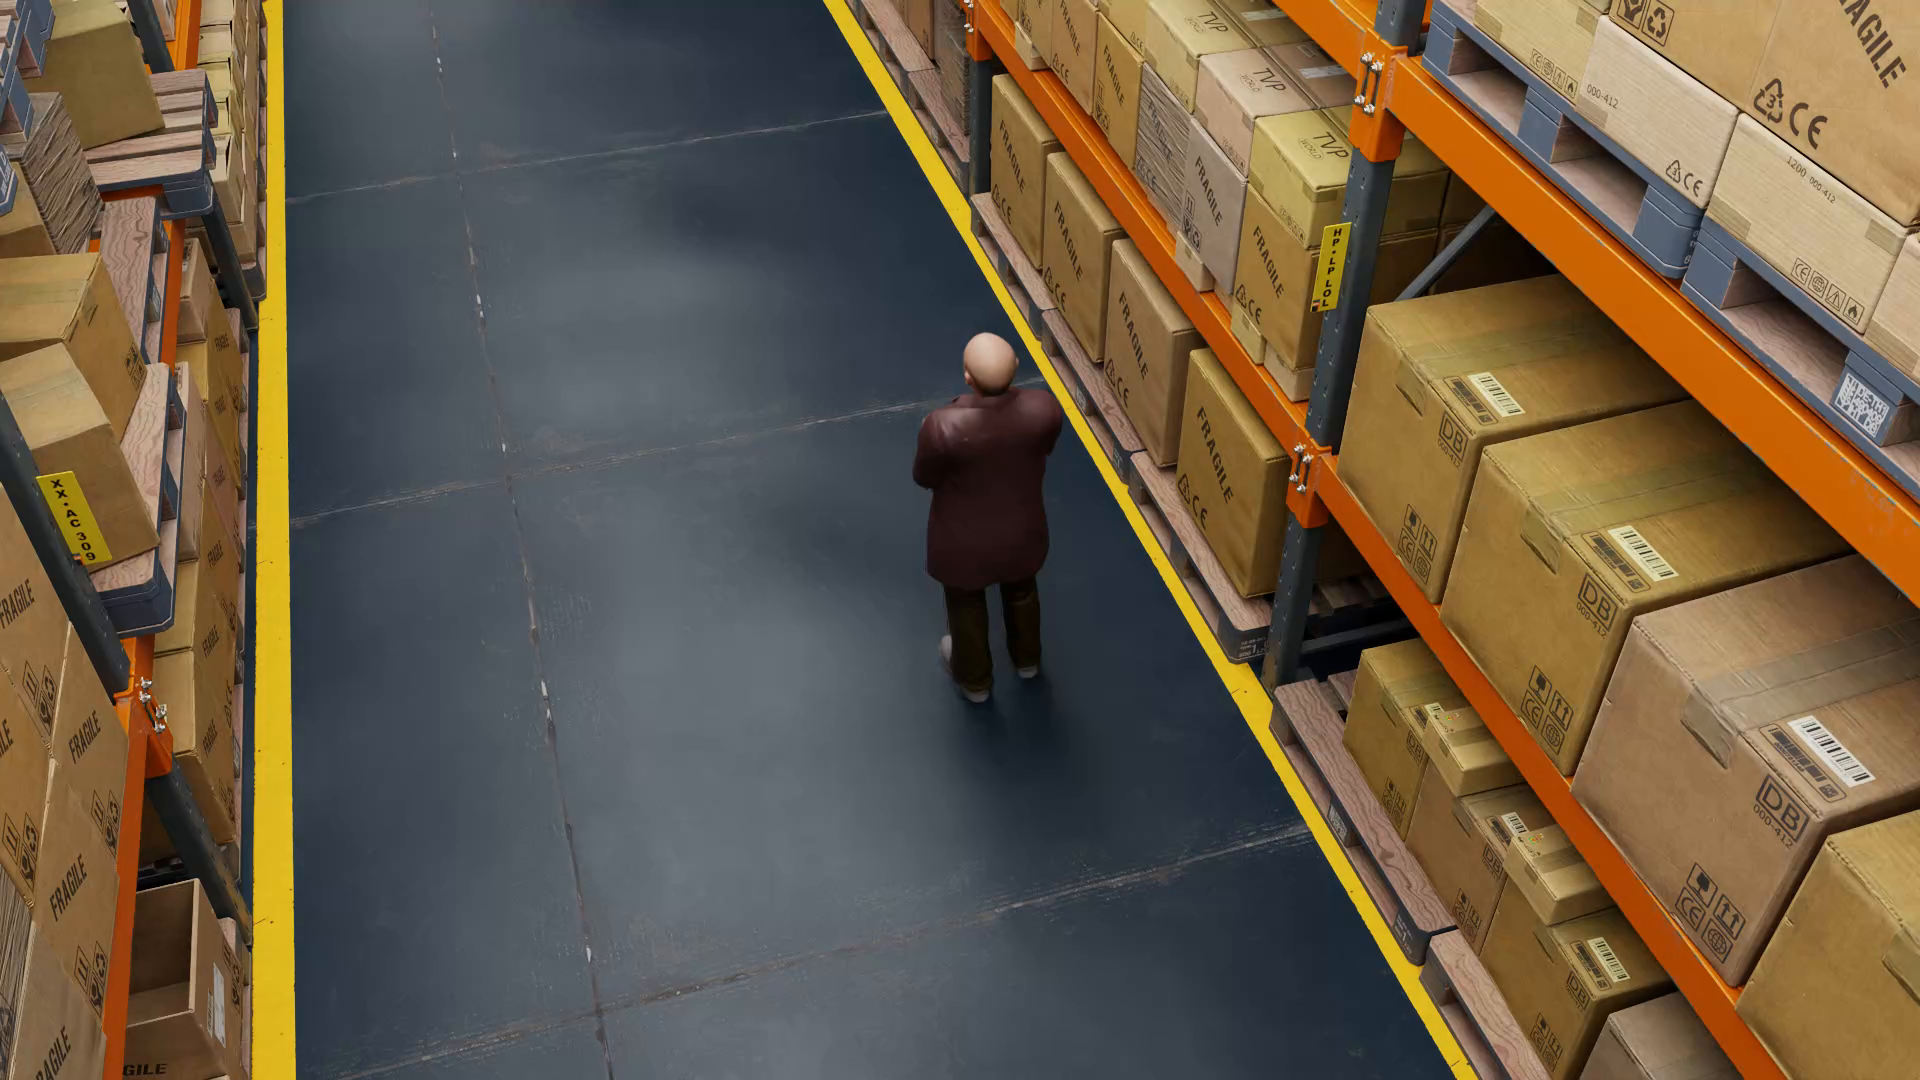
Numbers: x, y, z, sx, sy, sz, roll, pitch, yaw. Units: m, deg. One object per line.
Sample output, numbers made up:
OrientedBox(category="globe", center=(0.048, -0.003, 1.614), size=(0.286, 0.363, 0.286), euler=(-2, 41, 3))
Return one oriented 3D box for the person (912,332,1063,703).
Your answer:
OrientedBox(category="person", center=(0.076, -0.119, 6.300), size=(0.557, 1.780, 0.529), euler=(-12, 43, -13))
